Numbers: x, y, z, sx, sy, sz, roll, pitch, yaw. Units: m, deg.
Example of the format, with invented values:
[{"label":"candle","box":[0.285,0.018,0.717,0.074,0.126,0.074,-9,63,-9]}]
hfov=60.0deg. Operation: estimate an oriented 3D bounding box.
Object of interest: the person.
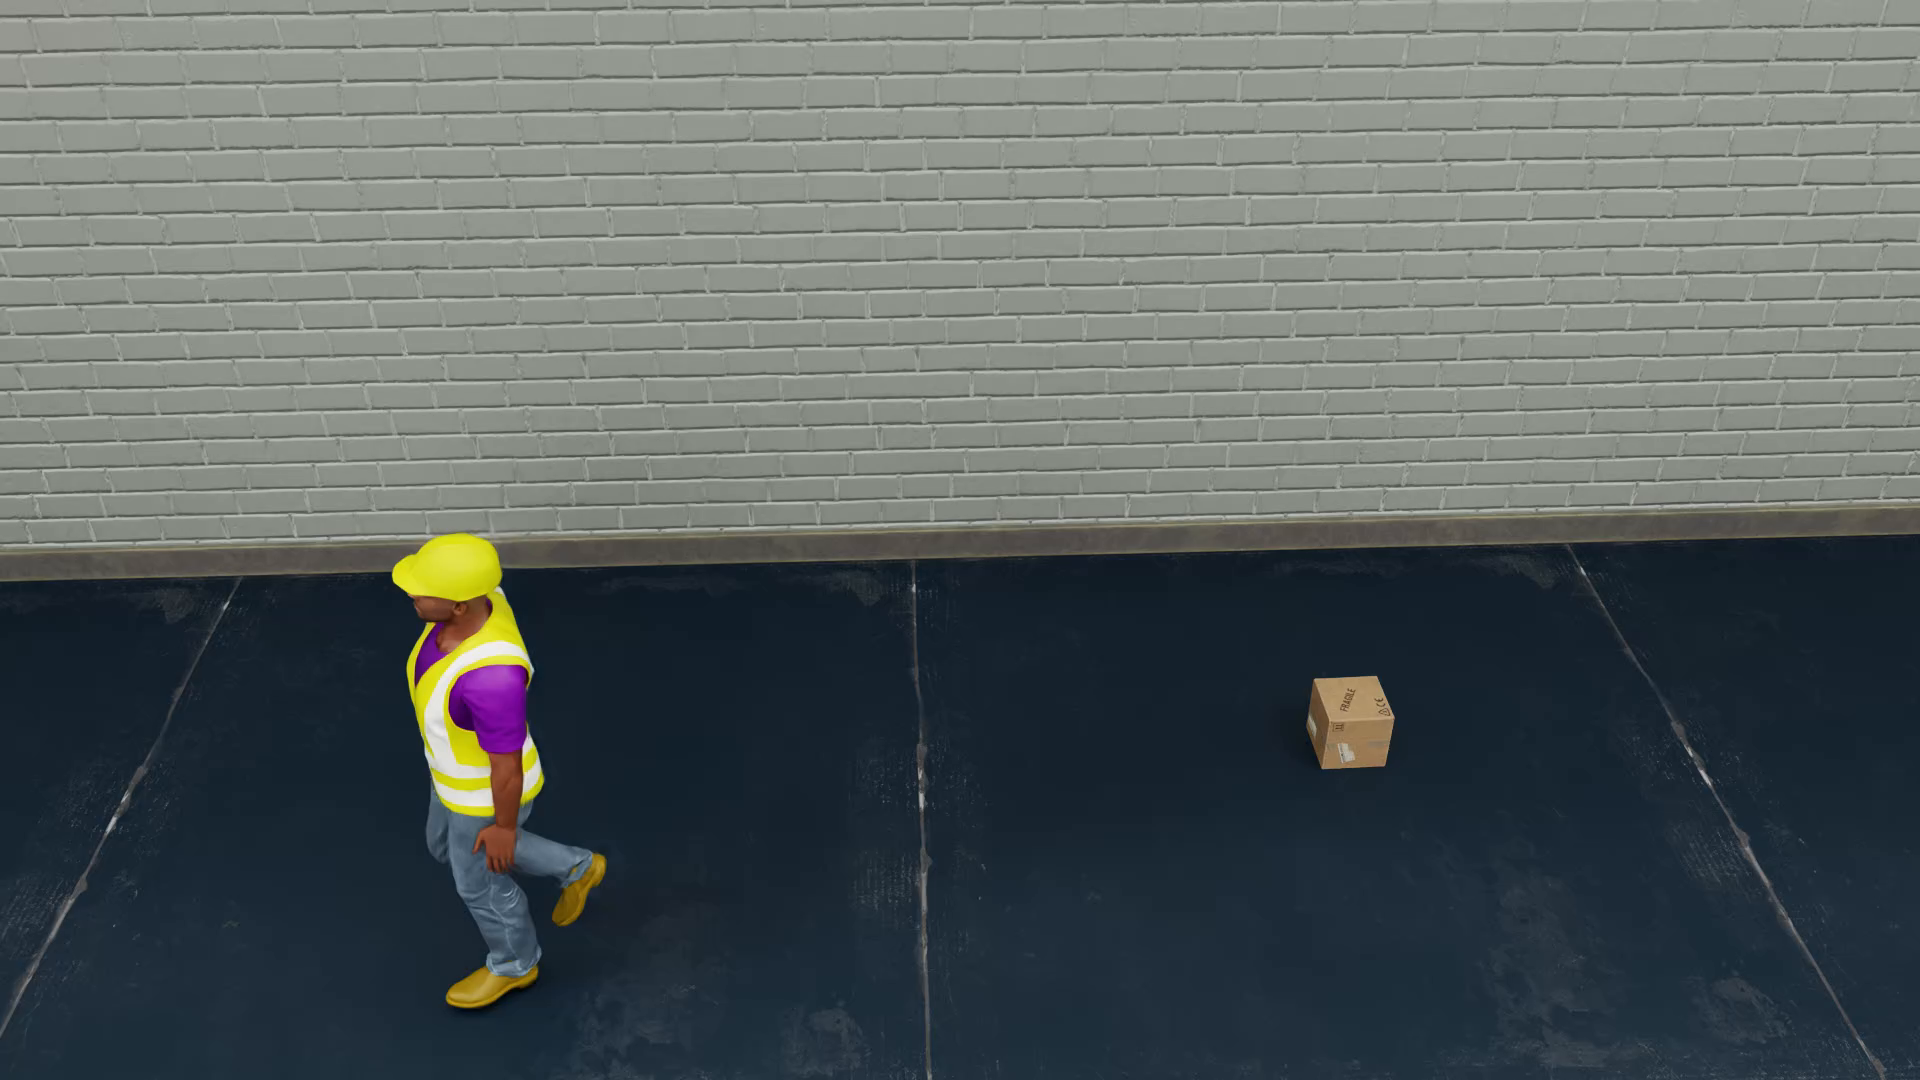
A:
[{"label":"person","box":[-1.428,0.702,5.089,0.606,1.756,0.571,-15,38,-20]}]
